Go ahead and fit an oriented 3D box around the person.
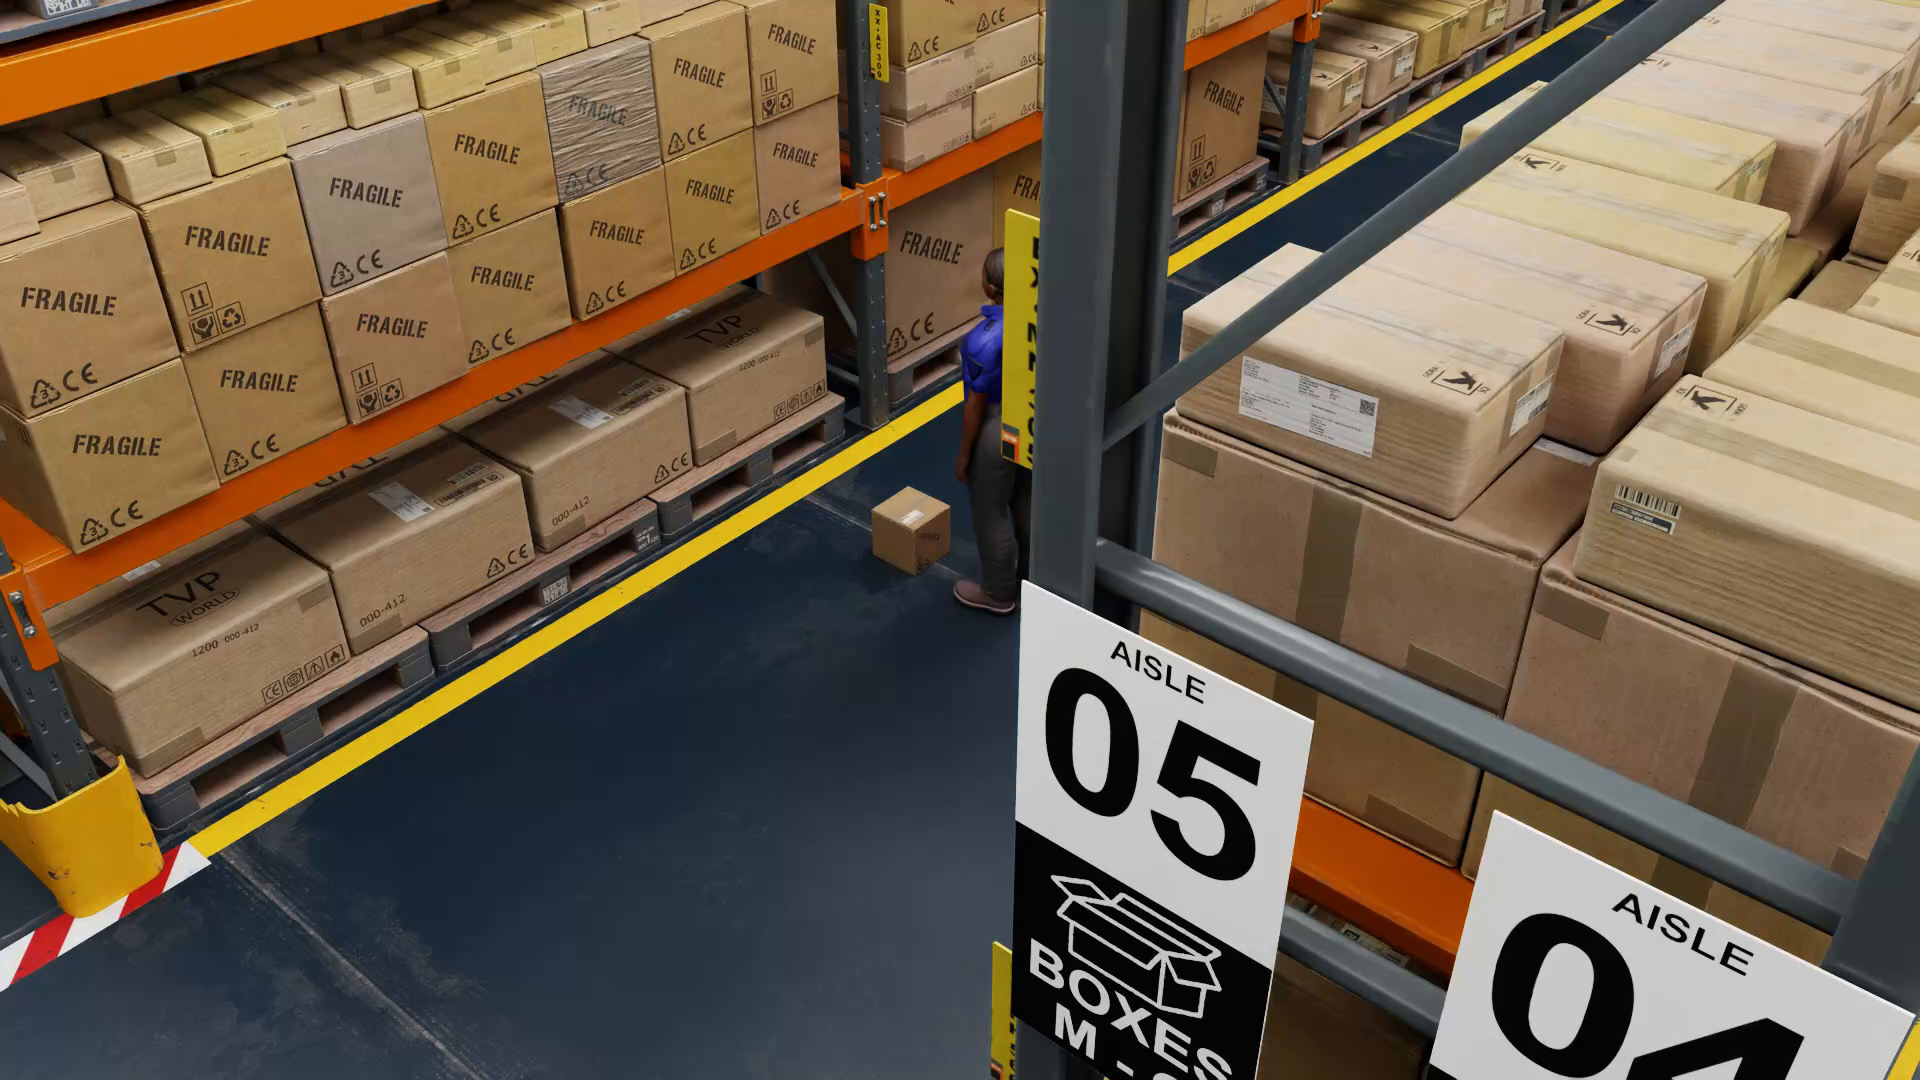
[{"bbox_3d":[0.171,-0.435,6.767,0.317,1.675,0.486,26,43,31],"label":"person"}]
